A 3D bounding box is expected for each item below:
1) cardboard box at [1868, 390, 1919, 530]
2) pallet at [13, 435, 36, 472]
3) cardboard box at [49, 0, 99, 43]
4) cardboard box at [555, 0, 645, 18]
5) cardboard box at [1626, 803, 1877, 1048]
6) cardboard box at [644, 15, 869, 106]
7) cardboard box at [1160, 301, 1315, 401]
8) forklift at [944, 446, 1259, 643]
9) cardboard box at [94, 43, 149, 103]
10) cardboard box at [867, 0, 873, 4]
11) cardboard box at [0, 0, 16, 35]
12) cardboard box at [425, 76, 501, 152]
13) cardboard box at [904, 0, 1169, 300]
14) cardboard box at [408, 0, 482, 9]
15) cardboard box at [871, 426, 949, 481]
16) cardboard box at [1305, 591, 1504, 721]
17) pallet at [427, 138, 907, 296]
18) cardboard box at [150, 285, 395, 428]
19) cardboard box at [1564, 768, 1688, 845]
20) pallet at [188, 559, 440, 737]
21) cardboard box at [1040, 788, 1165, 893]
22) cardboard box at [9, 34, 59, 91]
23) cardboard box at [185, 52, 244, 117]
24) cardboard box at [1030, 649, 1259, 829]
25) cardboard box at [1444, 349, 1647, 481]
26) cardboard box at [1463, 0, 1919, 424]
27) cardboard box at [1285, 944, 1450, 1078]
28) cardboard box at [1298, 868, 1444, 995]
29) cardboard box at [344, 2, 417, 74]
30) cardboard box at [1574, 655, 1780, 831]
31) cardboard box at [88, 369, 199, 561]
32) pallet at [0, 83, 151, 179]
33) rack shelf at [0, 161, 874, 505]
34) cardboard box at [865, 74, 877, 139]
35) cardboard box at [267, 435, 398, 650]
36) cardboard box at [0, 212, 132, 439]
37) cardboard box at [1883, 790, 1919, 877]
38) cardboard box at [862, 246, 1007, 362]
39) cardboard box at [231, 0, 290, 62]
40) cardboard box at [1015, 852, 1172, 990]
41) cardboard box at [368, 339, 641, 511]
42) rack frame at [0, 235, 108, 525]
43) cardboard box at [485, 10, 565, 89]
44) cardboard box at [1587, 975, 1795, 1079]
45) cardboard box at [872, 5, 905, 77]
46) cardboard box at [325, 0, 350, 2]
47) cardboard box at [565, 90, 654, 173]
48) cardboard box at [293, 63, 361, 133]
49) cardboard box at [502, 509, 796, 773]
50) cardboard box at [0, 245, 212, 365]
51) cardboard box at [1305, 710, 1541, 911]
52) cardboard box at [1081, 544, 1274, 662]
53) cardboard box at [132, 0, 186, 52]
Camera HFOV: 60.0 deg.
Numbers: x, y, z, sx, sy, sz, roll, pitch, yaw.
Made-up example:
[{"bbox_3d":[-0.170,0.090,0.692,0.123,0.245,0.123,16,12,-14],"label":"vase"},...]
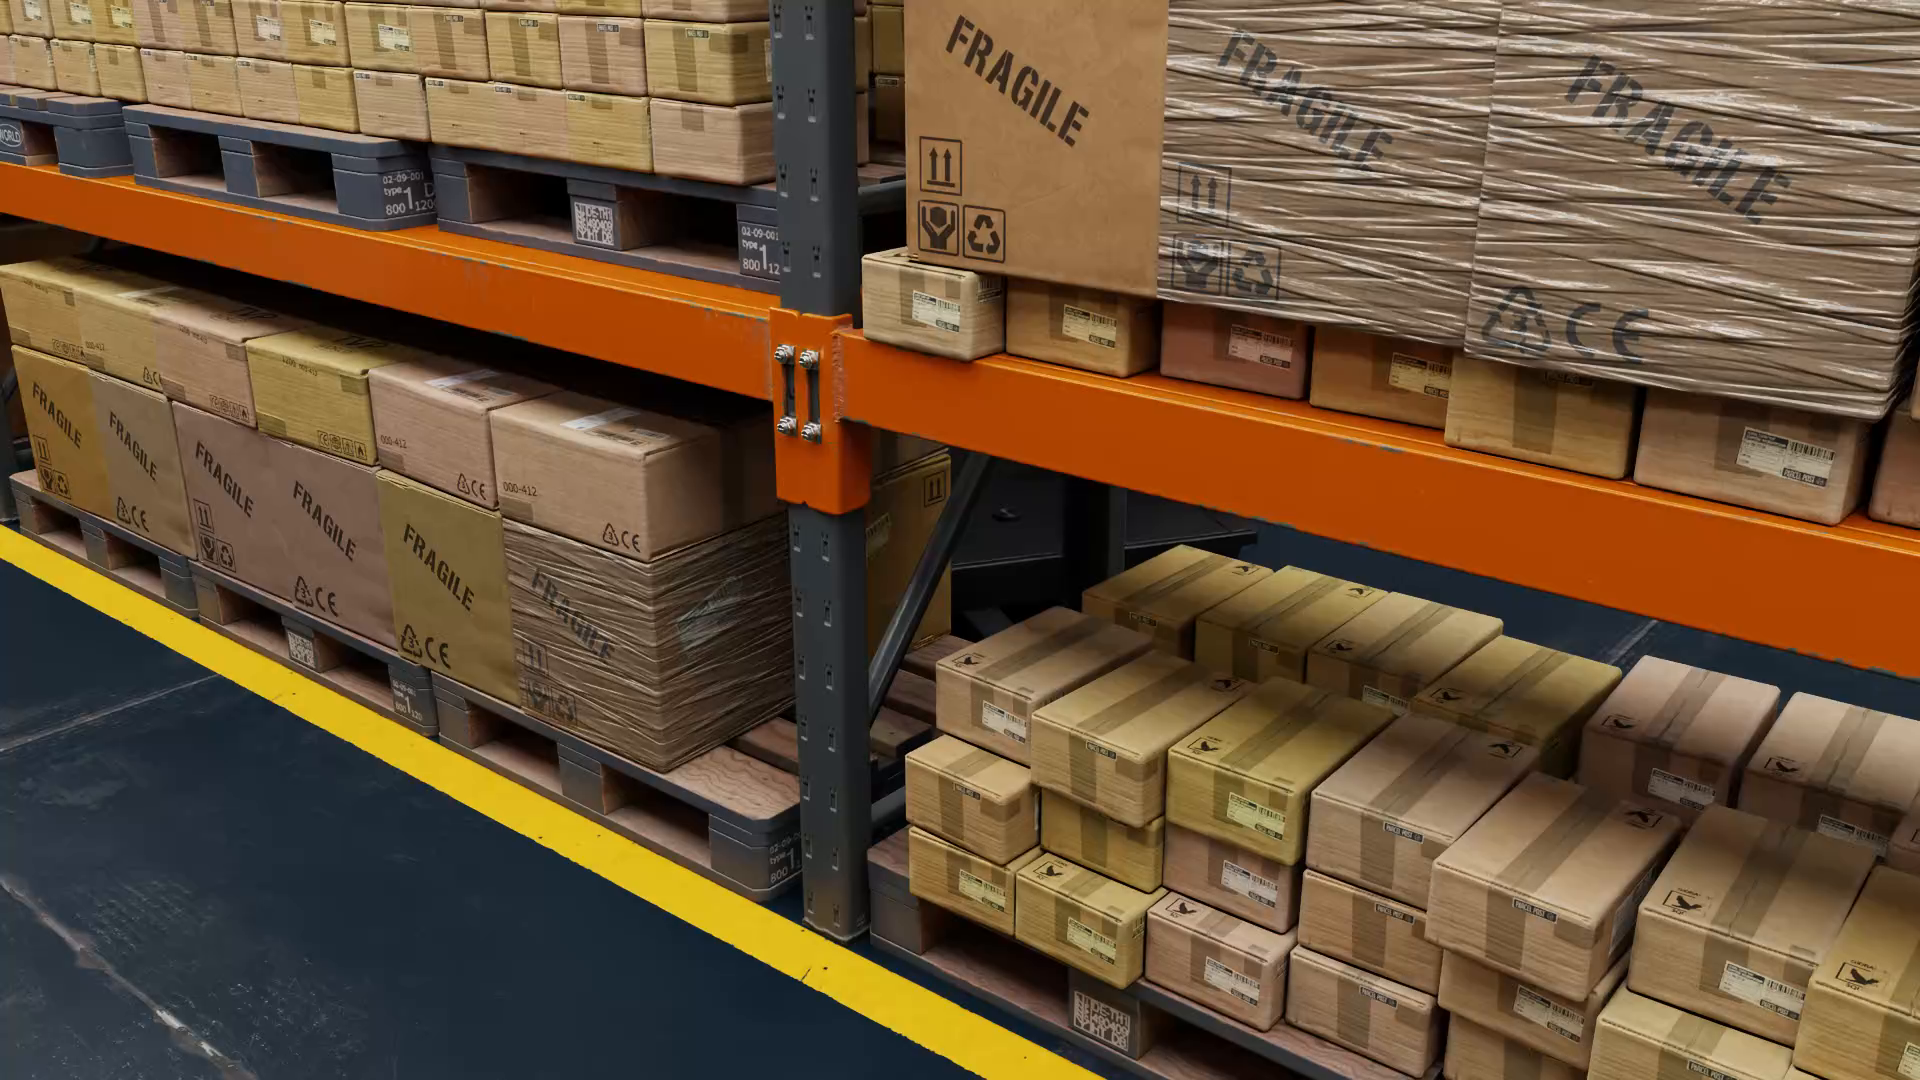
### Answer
[{"bbox_3d":[1.333,-0.114,2.077,0.250,0.149,0.380,17,27,38],"label":"cardboard box"},{"bbox_3d":[-3.629,-0.496,6.685,1.213,0.211,1.003,16,26,36],"label":"pallet"},{"bbox_3d":[-2.399,-1.542,4.844,0.250,0.149,0.380,15,25,35],"label":"cardboard box"},{"bbox_3d":[-0.611,-1.166,3.426,0.250,0.149,0.380,15,25,35],"label":"cardboard box"},{"bbox_3d":[1.197,0.570,2.507,0.250,0.149,0.380,15,25,34],"label":"cardboard box"},{"bbox_3d":[-0.401,-0.965,3.316,0.250,0.149,0.380,17,27,38],"label":"cardboard box"},{"bbox_3d":[0.532,-0.360,2.727,0.250,0.149,0.380,15,25,34],"label":"cardboard box"},{"bbox_3d":[0.193,-1.160,4.591,1.130,2.935,3.031,-7,22,-17],"label":"forklift"},{"bbox_3d":[-2.220,-1.349,4.755,0.250,0.149,0.380,18,27,39],"label":"cardboard box"},{"bbox_3d":[-0.202,-1.344,3.898,0.250,0.149,0.380,17,26,38],"label":"cardboard box"},{"bbox_3d":[-2.819,-1.660,5.159,0.250,0.149,0.380,18,27,39],"label":"cardboard box"},{"bbox_3d":[-0.988,-0.996,3.818,0.250,0.149,0.380,15,25,34],"label":"cardboard box"},{"bbox_3d":[0.257,-0.719,2.760,0.500,0.500,0.500,16,26,35],"label":"cardboard box"},{"bbox_3d":[-1.013,-1.282,3.735,0.250,0.149,0.380,16,26,36],"label":"cardboard box"},{"bbox_3d":[-0.373,-0.327,4.169,0.500,0.250,0.500,15,25,34],"label":"cardboard box"},{"bbox_3d":[0.893,0.255,3.344,0.250,0.149,0.380,16,26,36],"label":"cardboard box"},{"bbox_3d":[-0.468,-0.833,3.897,1.213,0.211,1.003,16,26,36],"label":"pallet"},{"bbox_3d":[-1.917,-0.535,4.722,0.500,0.250,0.500,16,26,37],"label":"cardboard box"},{"bbox_3d":[1.256,0.516,3.074,0.250,0.149,0.380,17,26,38],"label":"cardboard box"},{"bbox_3d":[-1.521,0.147,4.979,1.213,0.211,1.003,16,26,36],"label":"pallet"},{"bbox_3d":[0.364,0.486,3.151,0.250,0.149,0.380,16,26,37],"label":"cardboard box"},{"bbox_3d":[-2.640,-1.469,5.073,0.250,0.149,0.380,18,27,39],"label":"cardboard box"},{"bbox_3d":[-1.819,-1.233,4.449,0.250,0.149,0.380,16,26,37],"label":"cardboard box"},{"bbox_3d":[0.344,0.358,3.070,0.250,0.149,0.380,18,27,39],"label":"cardboard box"},{"bbox_3d":[0.893,-0.223,2.365,0.250,0.149,0.380,17,26,37],"label":"cardboard box"},{"bbox_3d":[1.012,-0.488,2.148,0.500,0.500,0.500,15,26,35],"label":"cardboard box"},{"bbox_3d":[0.771,0.738,2.906,0.250,0.149,0.380,15,26,35],"label":"cardboard box"},{"bbox_3d":[0.783,0.592,2.871,0.250,0.149,0.380,15,25,34],"label":"cardboard box"},{"bbox_3d":[-1.211,-1.198,3.933,0.250,0.149,0.380,14,25,34],"label":"cardboard box"},{"bbox_3d":[1.313,0.369,3.040,0.250,0.149,0.380,15,25,34],"label":"cardboard box"},{"bbox_3d":[-2.288,-0.293,5.141,0.500,0.500,0.500,16,26,37],"label":"cardboard box"},{"bbox_3d":[-2.447,-1.385,5.362,1.003,0.211,1.213,16,26,36],"label":"pallet"},{"bbox_3d":[-1.517,-0.822,4.616,4.000,0.370,1.077,16,26,36],"label":"rack shelf"},{"bbox_3d":[-0.200,-1.065,4.002,0.250,0.149,0.380,17,26,37],"label":"cardboard box"},{"bbox_3d":[-1.492,-0.066,4.539,0.500,0.500,0.500,15,26,35],"label":"cardboard box"},{"bbox_3d":[-3.481,-0.909,6.421,0.750,0.750,1.050,16,26,36],"label":"cardboard box"},{"bbox_3d":[1.653,0.511,2.663,0.250,0.149,0.380,16,26,36],"label":"cardboard box"},{"bbox_3d":[0.045,-0.442,2.945,0.250,0.149,0.380,17,27,38],"label":"cardboard box"},{"bbox_3d":[-1.609,-1.314,4.241,0.250,0.149,0.380,17,27,38],"label":"cardboard box"},{"bbox_3d":[0.318,0.654,3.129,0.250,0.149,0.380,17,27,38],"label":"cardboard box"},{"bbox_3d":[-1.094,-0.305,4.112,0.500,0.250,0.500,18,27,39],"label":"cardboard box"},{"bbox_3d":[-3.066,-1.605,5.672,0.127,3.000,1.000,16,26,36],"label":"rack frame"},{"bbox_3d":[-0.796,-1.080,3.620,0.250,0.149,0.380,17,27,39],"label":"cardboard box"},{"bbox_3d":[1.136,0.733,2.496,0.250,0.149,0.380,16,26,36],"label":"cardboard box"},{"bbox_3d":[0.018,-1.144,3.790,0.250,0.149,0.380,17,26,37],"label":"cardboard box"},{"bbox_3d":[-1.411,-1.397,4.039,0.250,0.149,0.380,15,25,34],"label":"cardboard box"},{"bbox_3d":[-0.602,-0.883,3.521,0.250,0.149,0.380,16,26,37],"label":"cardboard box"},{"bbox_3d":[-1.412,-1.116,4.136,0.250,0.149,0.380,17,27,39],"label":"cardboard box"},{"bbox_3d":[-0.700,0.165,3.928,0.500,0.500,0.500,15,26,35],"label":"cardboard box"},{"bbox_3d":[-2.685,-0.762,5.324,0.500,0.250,0.500,15,25,34],"label":"cardboard box"},{"bbox_3d":[0.788,0.453,2.818,0.250,0.149,0.380,15,25,35],"label":"cardboard box"},{"bbox_3d":[0.473,0.155,3.608,0.250,0.149,0.380,17,27,38],"label":"cardboard box"},{"bbox_3d":[-2.010,-1.430,4.547,0.250,0.149,0.380,16,26,36],"label":"cardboard box"}]
